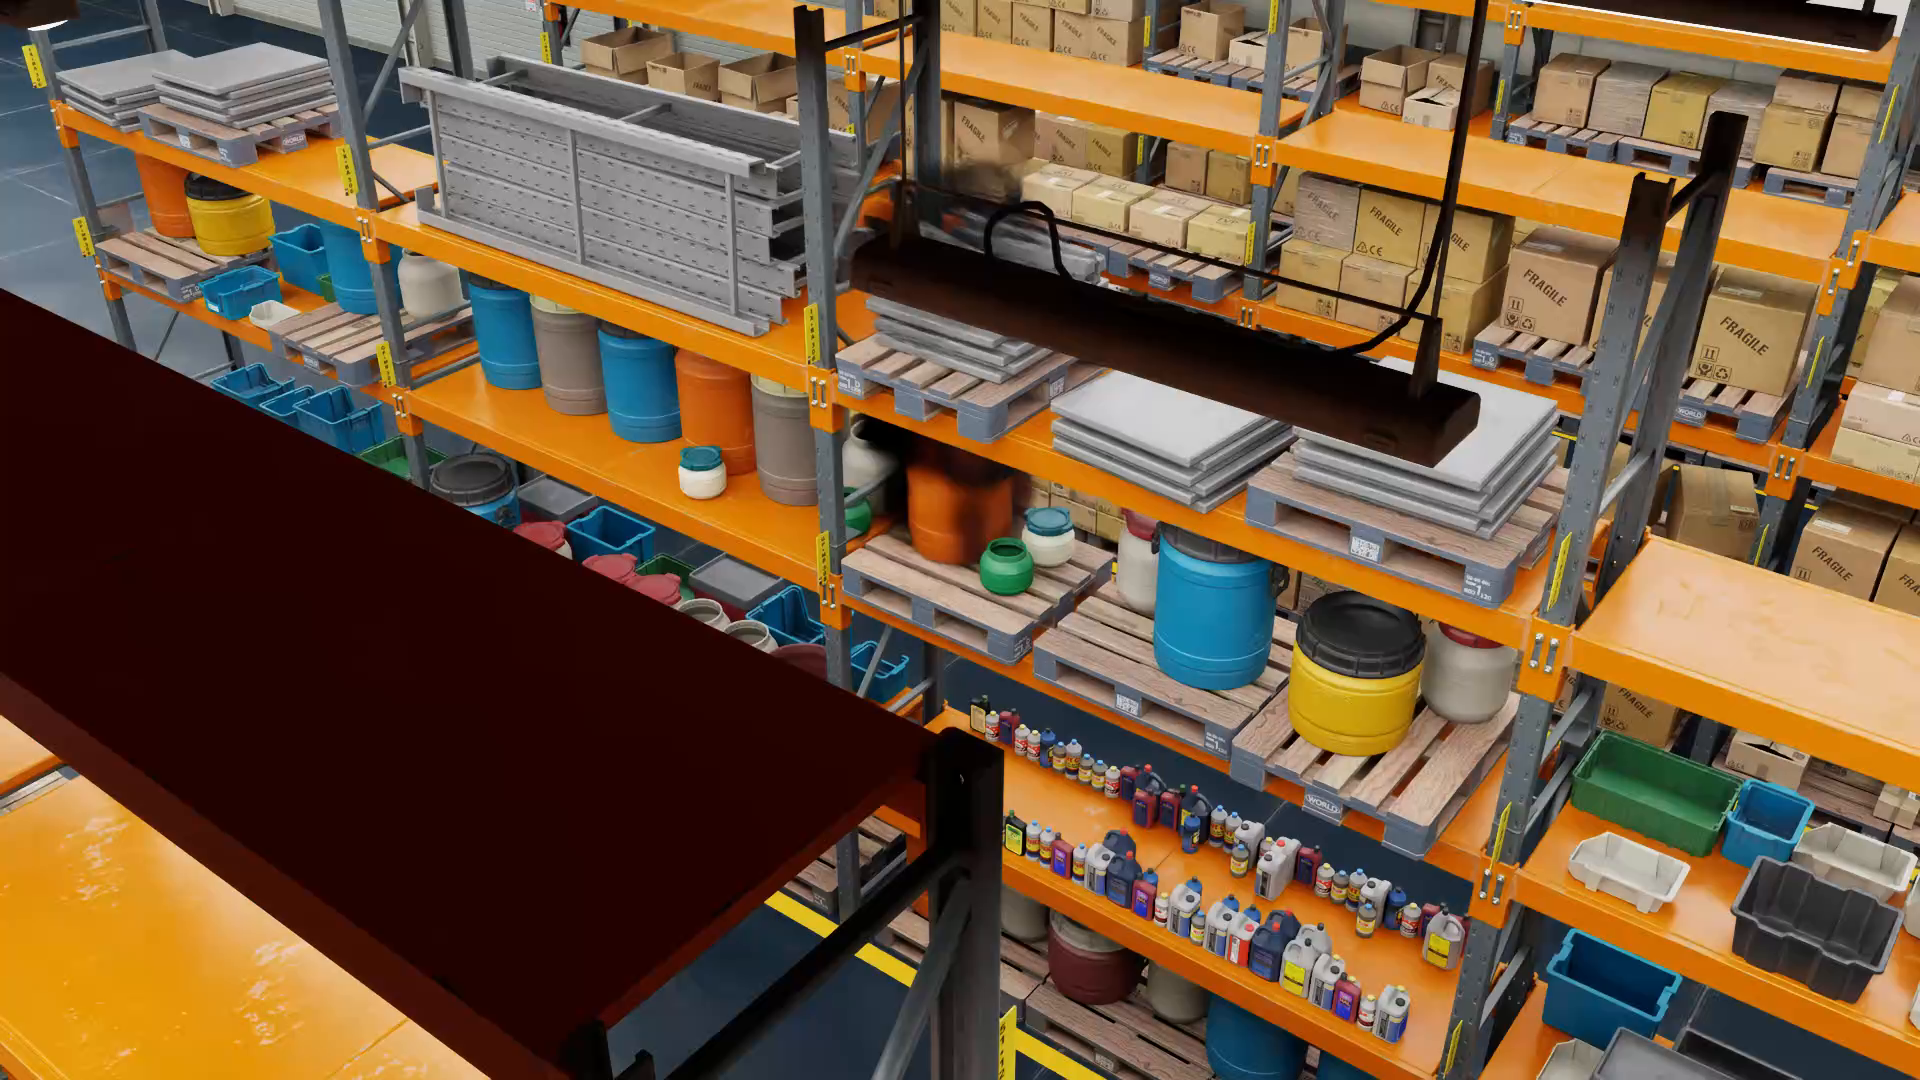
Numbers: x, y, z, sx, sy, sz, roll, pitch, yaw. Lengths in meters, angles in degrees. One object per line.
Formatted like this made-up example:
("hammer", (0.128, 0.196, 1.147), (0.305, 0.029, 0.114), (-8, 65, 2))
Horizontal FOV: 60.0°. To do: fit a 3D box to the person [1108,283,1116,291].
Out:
("person", (1.478, -2.050, 16.965), (0.994, 1.752, 0.686), (17, 35, 25))
